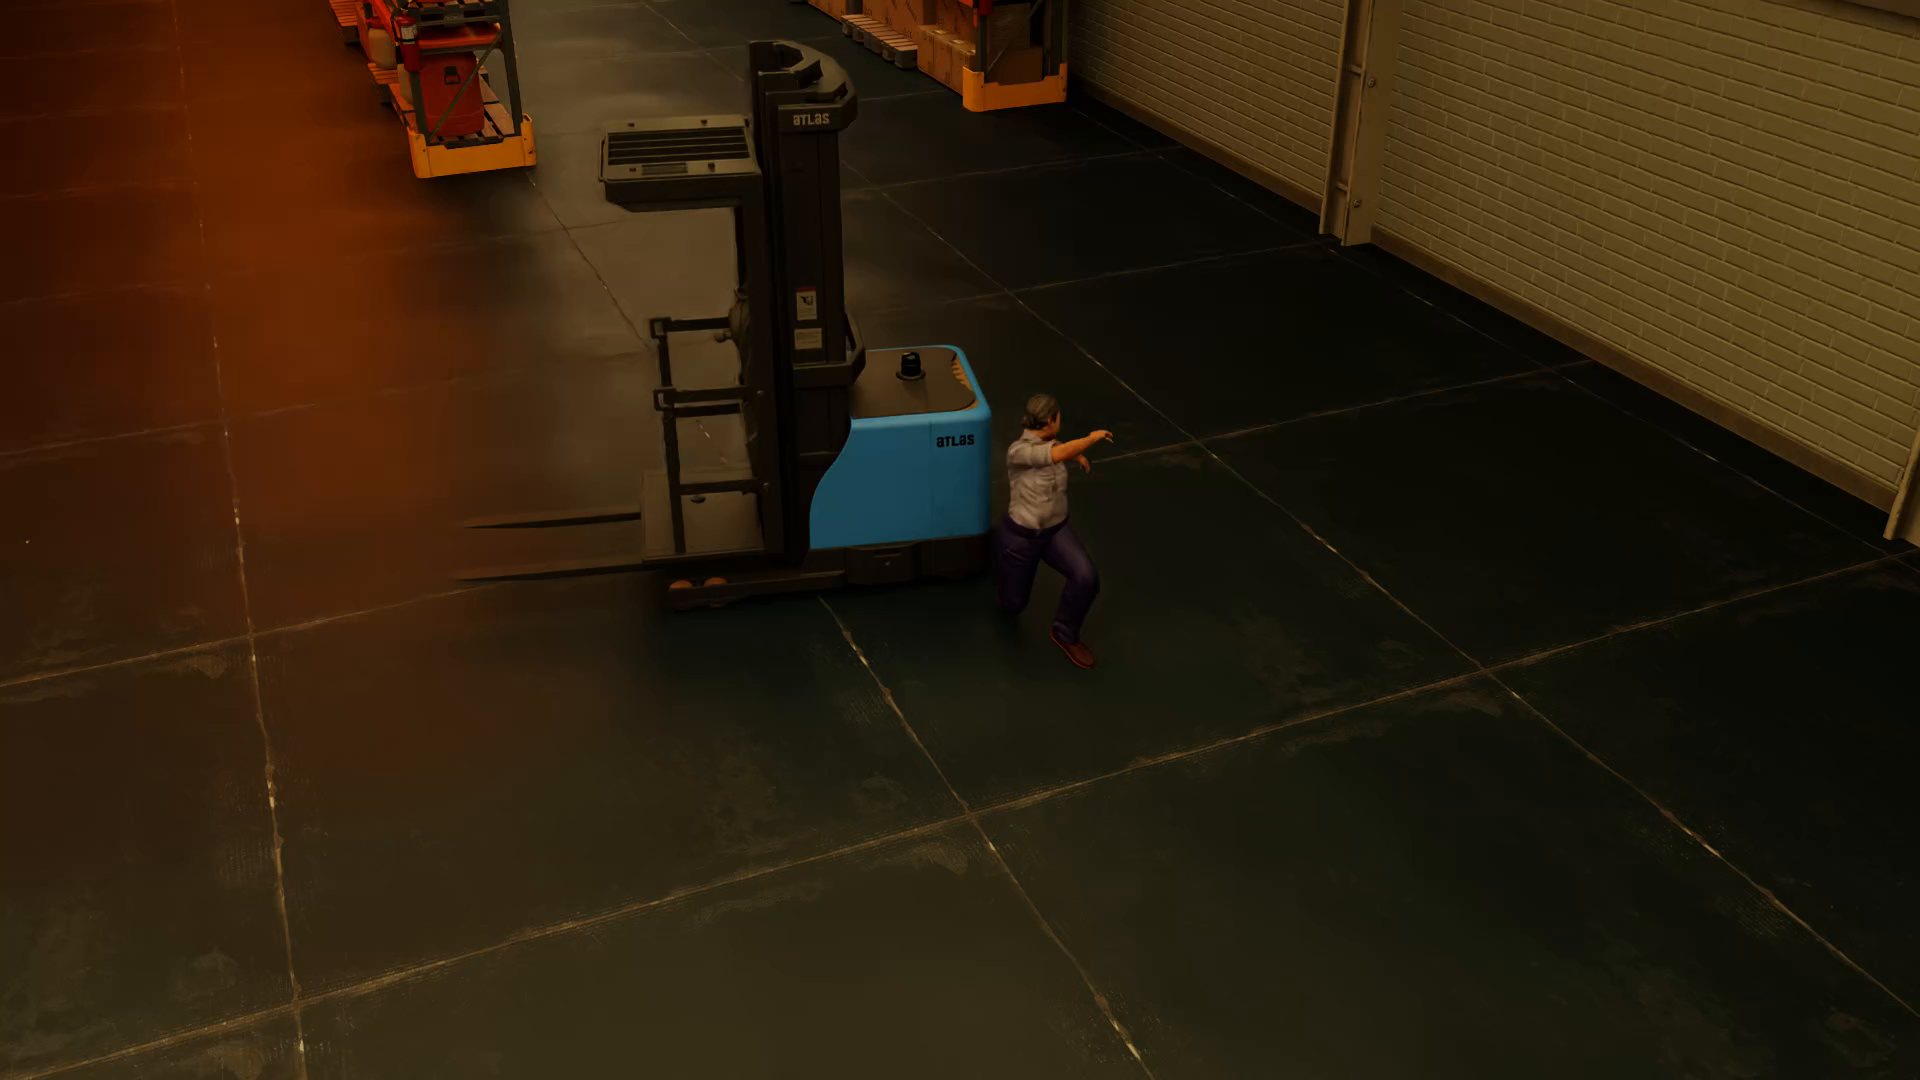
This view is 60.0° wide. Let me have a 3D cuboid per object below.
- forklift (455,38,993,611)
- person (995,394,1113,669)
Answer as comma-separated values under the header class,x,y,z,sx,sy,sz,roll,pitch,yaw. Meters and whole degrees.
class,x,y,z,sx,sy,sz,roll,pitch,yaw
forklift,-1.378,-1.159,9.146,3.031,2.935,1.130,-5,30,-9
person,0.575,-0.141,8.953,0.842,1.368,0.944,-19,35,-30
